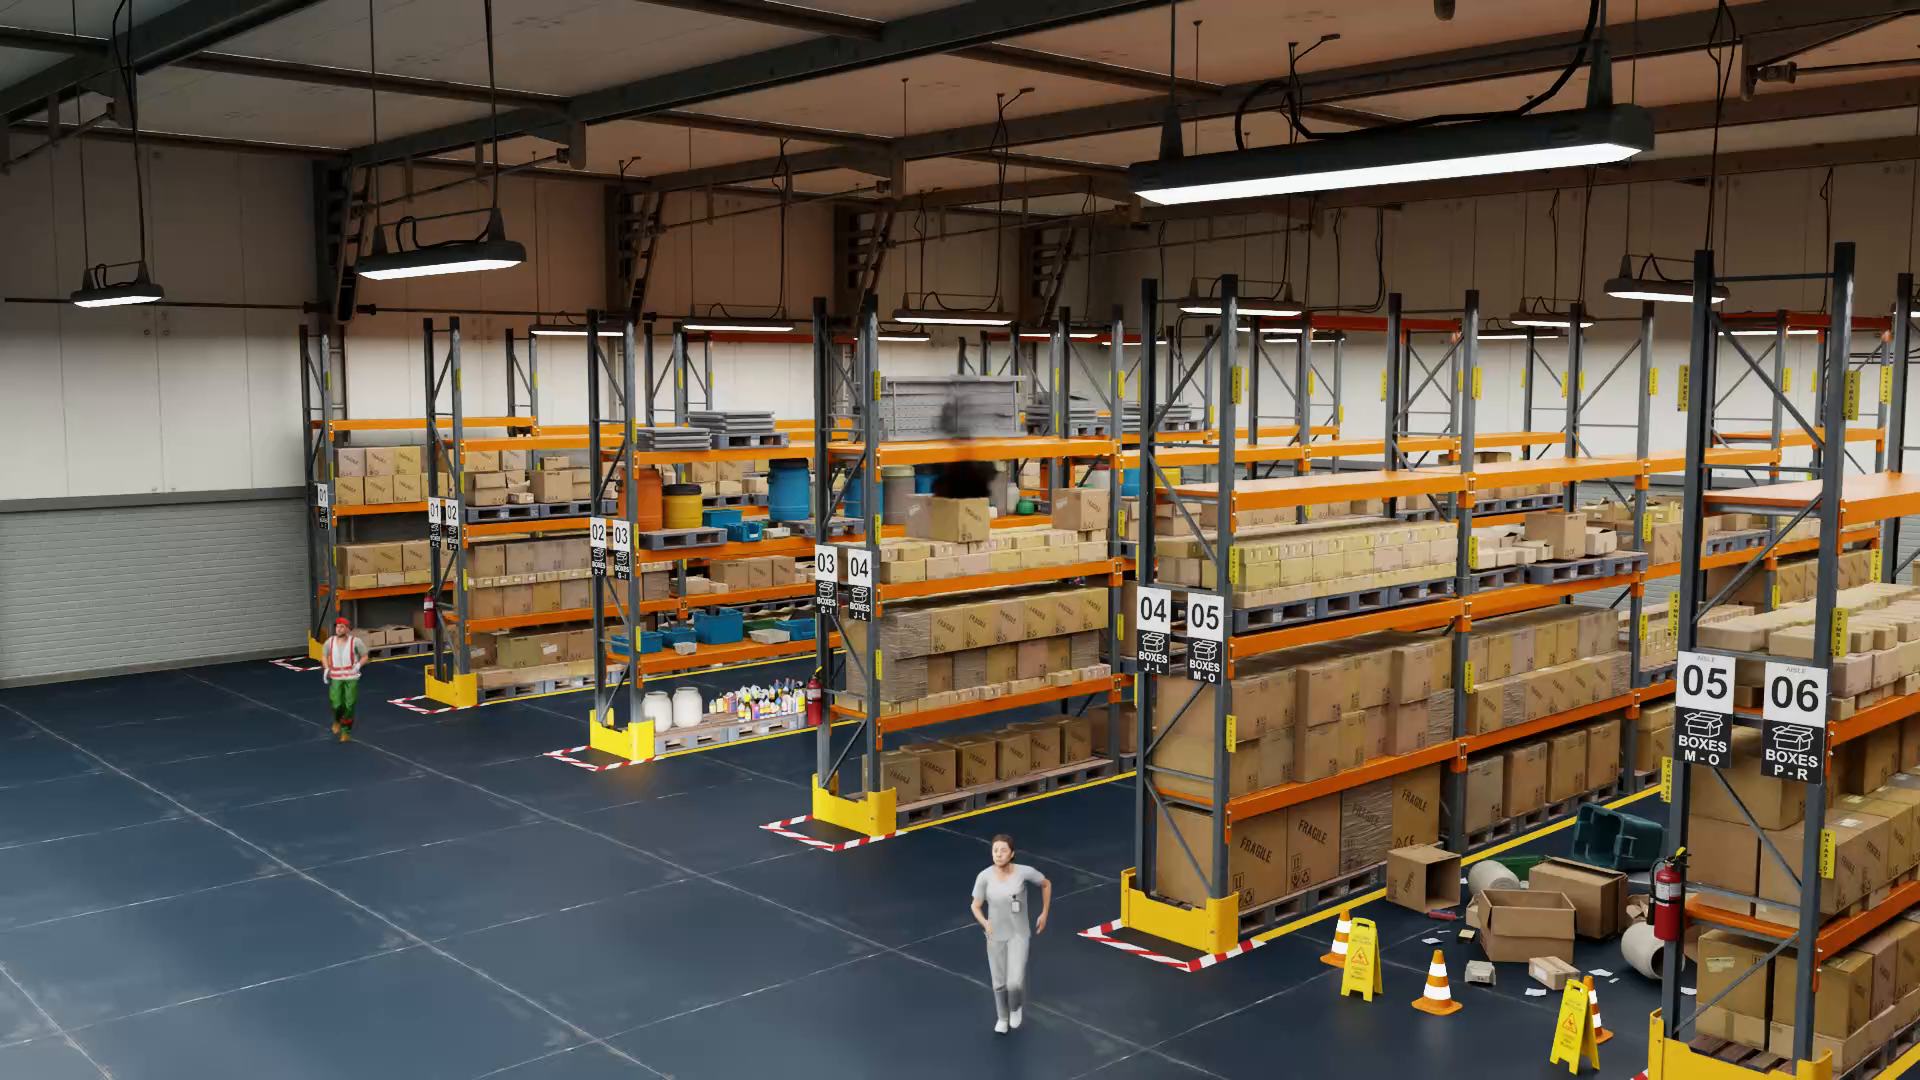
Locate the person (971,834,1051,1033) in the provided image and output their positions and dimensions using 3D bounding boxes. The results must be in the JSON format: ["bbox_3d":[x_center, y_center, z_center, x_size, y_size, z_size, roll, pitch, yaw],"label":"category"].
[{"bbox_3d":[0.381,3.063,12.788,0.585,1.616,0.734,1,6,12],"label":"person"}]

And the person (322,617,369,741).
[{"bbox_3d":[-8.604,1.949,23.254,0.638,1.749,0.611,-1,6,-12],"label":"person"}]
